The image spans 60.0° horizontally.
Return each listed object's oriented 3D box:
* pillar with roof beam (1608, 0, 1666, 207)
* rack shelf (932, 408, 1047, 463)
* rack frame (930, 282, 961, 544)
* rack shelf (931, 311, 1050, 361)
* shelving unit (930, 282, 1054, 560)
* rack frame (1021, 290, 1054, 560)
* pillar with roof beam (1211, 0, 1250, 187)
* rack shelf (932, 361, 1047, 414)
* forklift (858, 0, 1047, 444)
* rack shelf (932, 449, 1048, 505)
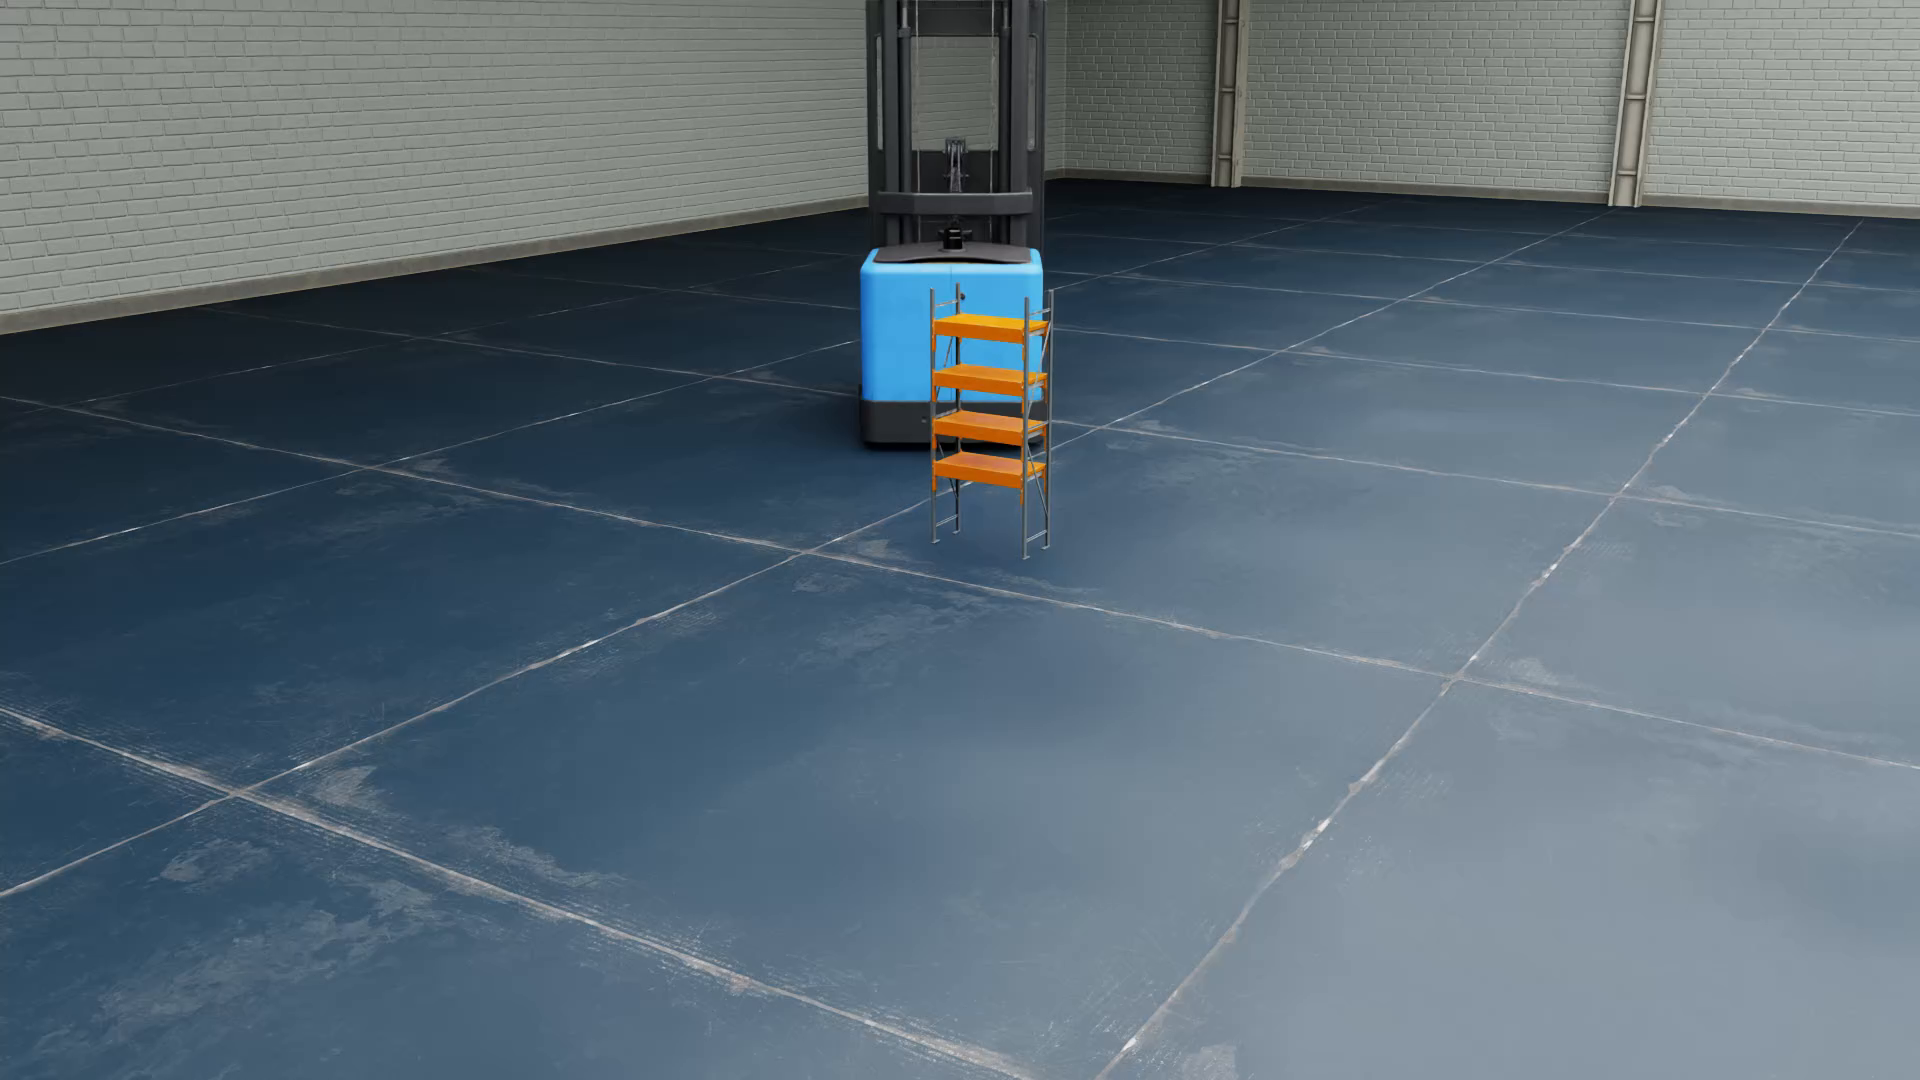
[{"bbox_3d":[7.073,-7.933,18.513,0.400,9.000,9.100,10,20,30],"label":"pillar with roof beam"},{"bbox_3d":[0.141,-0.485,7.643,0.480,0.148,0.258,10,20,30],"label":"rack shelf"},{"bbox_3d":[-0.067,-0.586,7.746,0.015,1.200,0.240,10,20,30],"label":"rack frame"},{"bbox_3d":[0.141,-0.925,7.510,0.480,0.148,0.258,10,20,30],"label":"rack shelf"},{"bbox_3d":[0.141,-0.549,7.624,0.503,1.200,0.258,10,20,30],"label":"shelving unit"},{"bbox_3d":[0.349,-0.512,7.502,0.015,1.200,0.240,10,20,30],"label":"rack frame"},{"bbox_3d":[1.961,-8.845,21.517,0.400,9.000,9.100,10,20,30],"label":"pillar with roof beam"},{"bbox_3d":[0.141,-0.699,7.578,0.480,0.148,0.258,10,20,30],"label":"rack shelf"},{"bbox_3d":[-0.017,-2.324,10.490,1.130,2.935,3.031,0,17,1],"label":"forklift"},{"bbox_3d":[0.141,-0.295,7.701,0.480,0.148,0.258,10,20,30],"label":"rack shelf"}]
